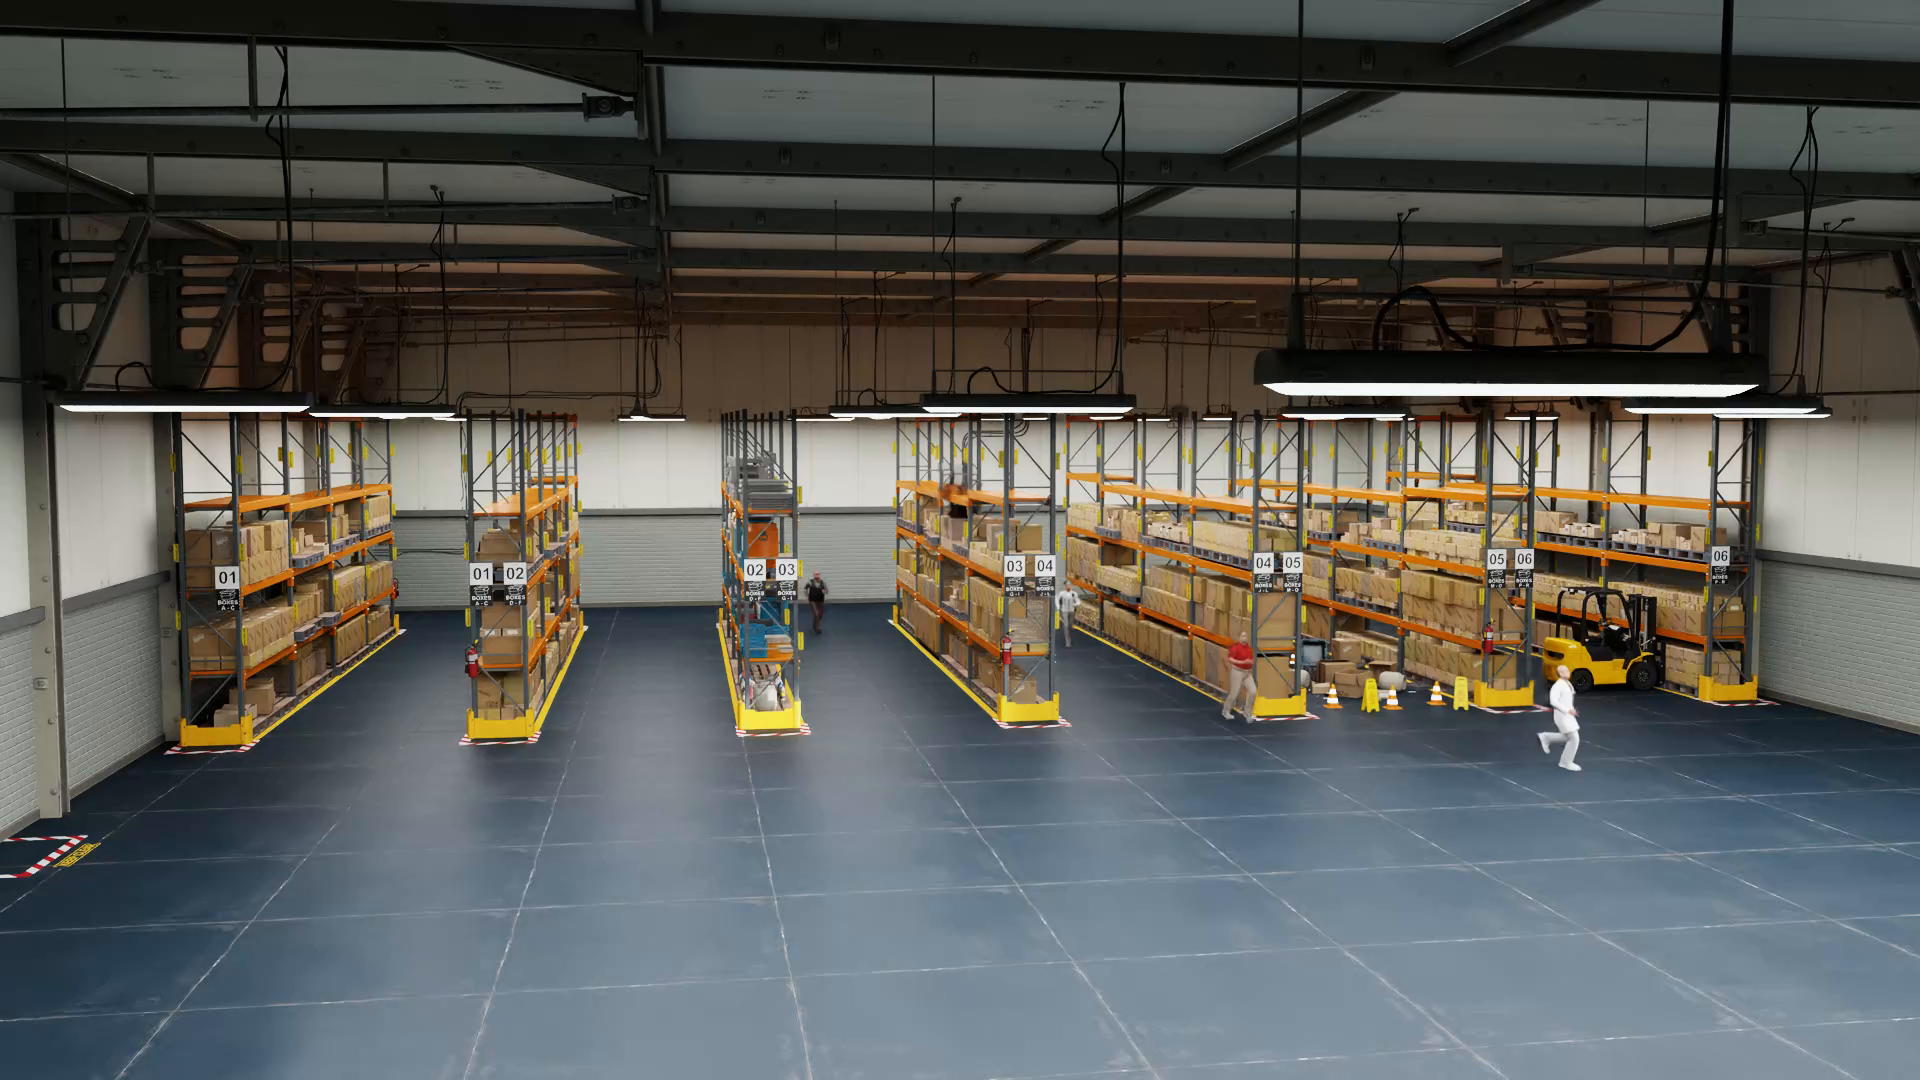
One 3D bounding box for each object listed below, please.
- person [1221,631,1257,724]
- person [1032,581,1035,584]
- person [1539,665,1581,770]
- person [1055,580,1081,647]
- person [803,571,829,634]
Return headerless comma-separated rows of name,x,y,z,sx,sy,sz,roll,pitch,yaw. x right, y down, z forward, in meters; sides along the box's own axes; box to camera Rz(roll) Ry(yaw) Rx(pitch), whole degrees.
person,5.401,2.649,31.972,0.659,1.805,0.709,-3,5,-37
person,1.785,1.466,48.563,0.718,1.773,0.666,3,5,36
person,10.002,2.942,27.704,0.716,1.724,0.730,2,5,32
person,2.790,1.863,42.893,0.627,1.679,0.934,0,4,-6
person,-3.916,1.687,45.368,0.658,1.703,0.914,-2,4,-22
